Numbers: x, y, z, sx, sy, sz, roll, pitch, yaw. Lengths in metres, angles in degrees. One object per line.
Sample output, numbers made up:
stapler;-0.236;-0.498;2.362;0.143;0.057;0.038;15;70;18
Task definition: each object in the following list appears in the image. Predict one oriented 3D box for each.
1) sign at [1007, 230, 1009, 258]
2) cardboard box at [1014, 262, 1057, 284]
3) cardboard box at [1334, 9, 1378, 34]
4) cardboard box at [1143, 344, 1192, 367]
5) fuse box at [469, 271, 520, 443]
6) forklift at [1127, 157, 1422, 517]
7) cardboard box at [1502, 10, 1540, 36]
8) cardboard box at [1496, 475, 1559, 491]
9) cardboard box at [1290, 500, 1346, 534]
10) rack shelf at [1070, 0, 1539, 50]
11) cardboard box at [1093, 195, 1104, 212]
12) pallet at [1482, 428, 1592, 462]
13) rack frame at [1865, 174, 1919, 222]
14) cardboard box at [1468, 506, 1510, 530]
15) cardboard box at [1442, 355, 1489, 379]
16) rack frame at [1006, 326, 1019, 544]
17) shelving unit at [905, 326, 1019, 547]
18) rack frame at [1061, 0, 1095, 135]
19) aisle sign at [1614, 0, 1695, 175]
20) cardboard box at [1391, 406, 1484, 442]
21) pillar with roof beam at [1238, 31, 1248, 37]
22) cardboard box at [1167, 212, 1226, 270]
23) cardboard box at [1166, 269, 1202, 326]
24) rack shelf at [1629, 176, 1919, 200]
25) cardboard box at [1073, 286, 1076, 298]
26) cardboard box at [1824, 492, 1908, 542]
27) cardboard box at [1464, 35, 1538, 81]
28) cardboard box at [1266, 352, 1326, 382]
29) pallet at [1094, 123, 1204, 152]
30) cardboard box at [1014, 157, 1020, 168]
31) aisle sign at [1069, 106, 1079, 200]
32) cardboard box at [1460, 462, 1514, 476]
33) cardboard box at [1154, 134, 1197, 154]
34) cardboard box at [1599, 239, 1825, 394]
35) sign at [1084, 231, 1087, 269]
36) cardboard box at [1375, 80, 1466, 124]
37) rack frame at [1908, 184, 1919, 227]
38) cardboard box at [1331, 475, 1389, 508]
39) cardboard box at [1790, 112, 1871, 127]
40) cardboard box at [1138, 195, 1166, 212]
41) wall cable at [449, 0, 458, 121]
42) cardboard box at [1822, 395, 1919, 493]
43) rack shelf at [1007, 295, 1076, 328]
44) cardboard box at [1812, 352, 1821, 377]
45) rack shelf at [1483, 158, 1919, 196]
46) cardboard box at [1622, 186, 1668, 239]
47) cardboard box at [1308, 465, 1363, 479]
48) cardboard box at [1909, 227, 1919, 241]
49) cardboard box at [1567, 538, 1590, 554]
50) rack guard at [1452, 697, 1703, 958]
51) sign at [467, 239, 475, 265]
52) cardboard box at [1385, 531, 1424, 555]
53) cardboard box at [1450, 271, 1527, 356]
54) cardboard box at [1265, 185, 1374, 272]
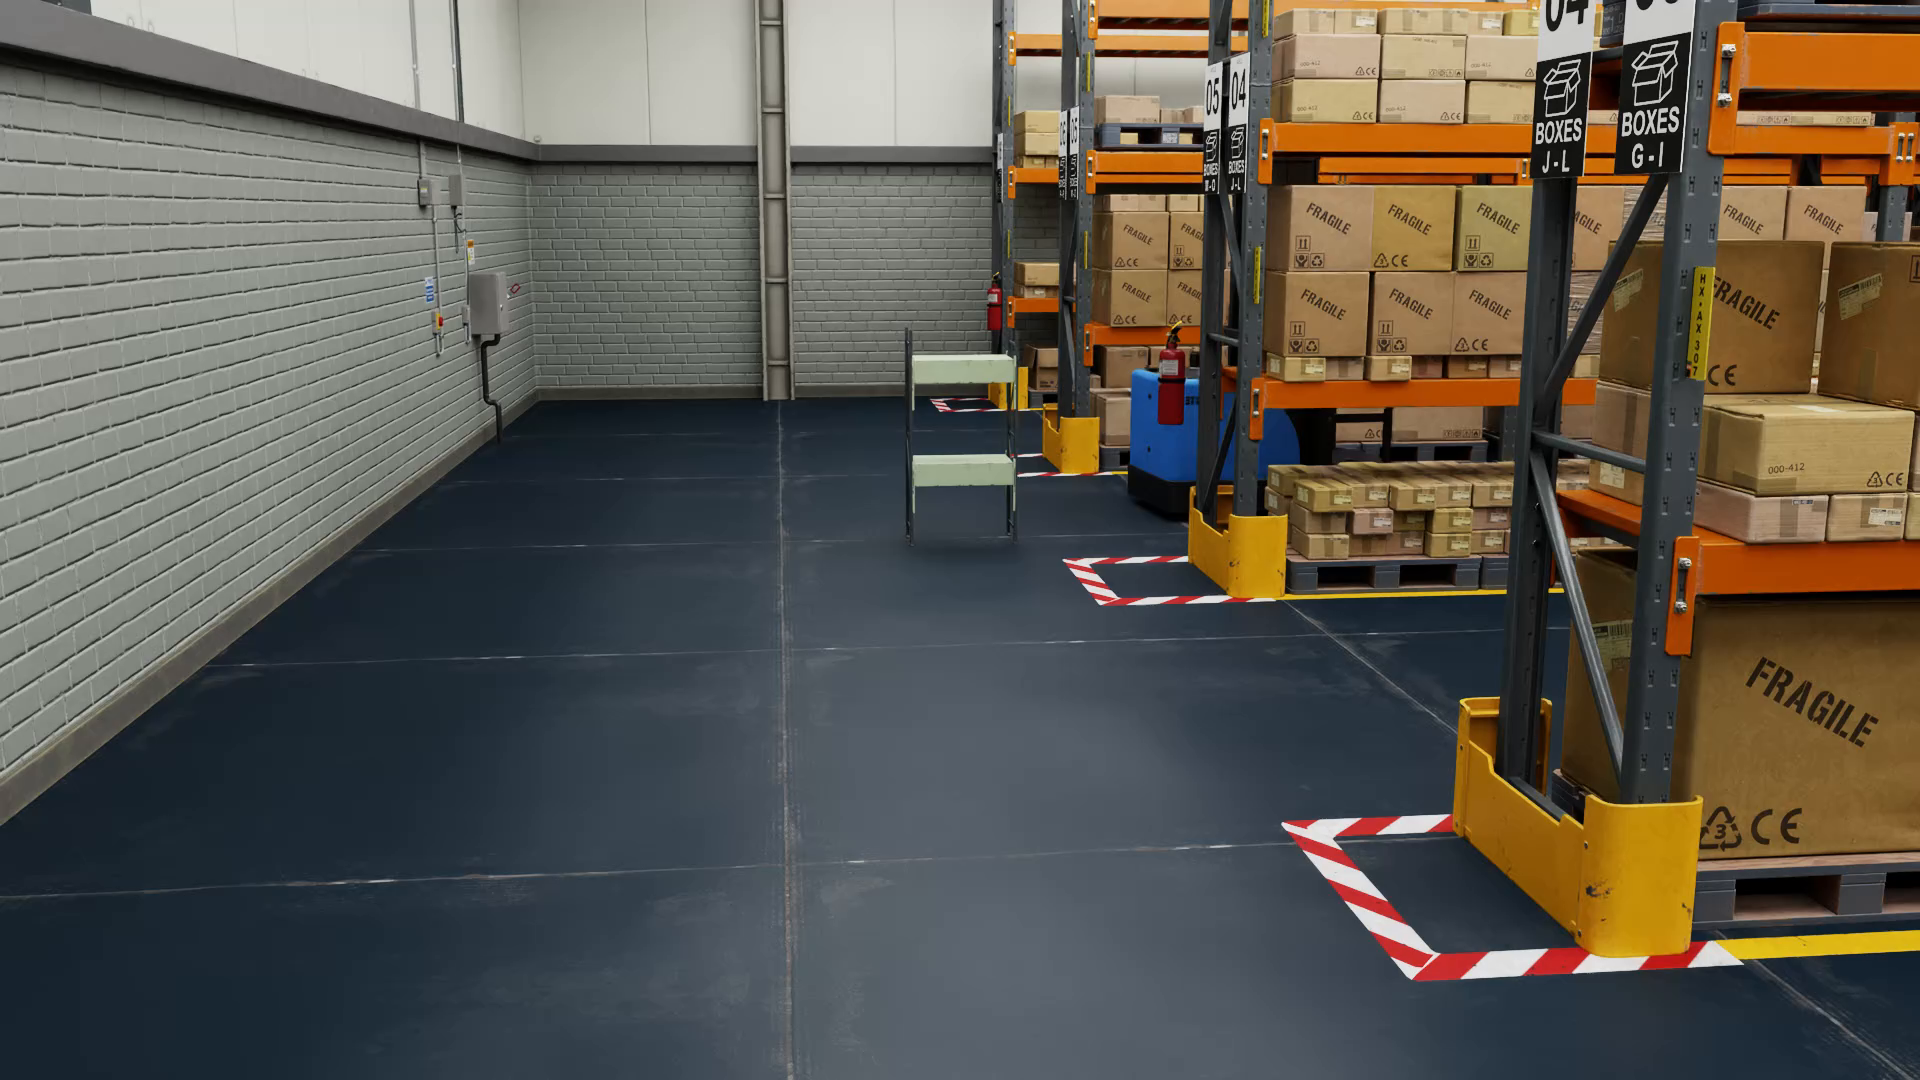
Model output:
sign;0.563;-3.450;19.399;0.005;0.325;0.100;-1;11;-6
cardboard box;0.933;-3.263;20.305;0.500;0.250;0.500;-1;11;-4
cardboard box;2.281;-3.035;9.812;0.250;0.149;0.380;-1;11;-4
cardboard box;2.513;-2.106;20.196;0.500;0.500;0.500;-1;11;-5
fuse box;-4.641;-1.830;16.739;0.414;1.711;0.539;-1;11;-6
forklift;2.923;-1.726;13.048;3.031;2.935;1.130;-2;11;-12
cardboard box;3.318;-3.044;9.860;0.250;0.149;0.380;-1;11;-4
cardboard box;3.543;-0.307;10.412;0.250;0.149;0.380;-1;11;-5
cardboard box;2.228;-0.146;10.363;0.250;0.149;0.380;-1;11;-4
rack shelf;3.032;-4.614;14.911;4.000;0.370;1.077;-1;11;-6
cardboard box;1.379;-3.082;15.235;0.250;0.149;0.380;-1;11;-5
pallet;5.780;-0.923;16.018;1.213;0.211;1.003;-1;11;-6
rack frame;8.997;-2.345;16.018;0.127;3.000;1.000;-1;11;-6
cardboard box;3.260;-0.171;10.491;0.250;0.149;0.380;-2;11;-9
cardboard box;3.073;-1.093;10.301;0.250;0.149;0.380;-1;11;-7
rack frame;0.371;-0.744;11.763;0.023;1.500;0.400;-1;11;-6
shelving unit;0.007;-0.736;11.724;0.755;1.500;0.431;-1;11;-6
rack frame;1.044;-5.122;14.591;0.127;3.000;1.000;-1;11;-6
aisle sign;2.075;-1.494;4.952;0.004;0.787;0.394;-1;11;-6
cardboard box;4.385;-1.218;15.839;0.875;0.438;0.875;-1;11;-7
pillar with roof beam;4.156;-5.489;16.463;0.400;9.000;9.100;-1;11;-6
cardboard box;2.065;-2.685;14.899;0.500;0.500;0.500;-2;11;-8
cardboard box;2.052;-2.198;15.012;0.500;0.500;0.500;-1;11;-7
rack shelf;10.446;-4.457;20.851;4.000;0.370;1.077;-1;11;-6
cardboard box;1.366;-2.987;19.937;0.250;0.149;0.380;-1;11;-7
cardboard box;2.758;-0.104;5.272;0.250;0.149;0.380;-1;11;-7
cardboard box;3.166;-2.853;9.920;0.500;0.250;0.500;-1;11;-5
cardboard box;2.036;-1.051;10.091;0.250;0.149;0.380;-1;11;-7
pallet;1.780;-3.624;14.978;1.213;0.211;1.003;-1;11;-6
cardboard box;0.797;-4.529;20.006;0.250;0.149;0.380;-1;11;-5
aisle sign;1.004;-3.396;14.629;0.004;0.787;0.394;-1;11;-6
cardboard box;3.477;-0.407;10.923;0.250;0.149;0.380;-2;11;-8
cardboard box;2.500;-4.669;19.682;0.500;0.250;0.500;-1;11;-7
cardboard box;2.570;-0.778;5.724;0.500;0.500;0.500;-1;11;-5
sign;1.098;-2.535;14.537;0.005;0.325;0.100;-1;11;-6
cardboard box;2.677;-2.599;9.927;0.500;0.250;0.500;-1;11;-4
rack frame;12.434;-3.380;21.283;0.127;3.000;1.000;-1;11;-6
cardboard box;2.498;-0.304;10.400;0.250;0.149;0.380;-1;11;-5
cardboard box;5.197;-2.650;10.186;0.500;0.250;0.500;-1;11;-5
cardboard box;1.680;-3.009;14.866;0.250;0.149;0.380;-1;11;-5
wall cable;-4.659;-5.093;14.448;0.029;3.000;2.355;-1;11;-6
cardboard box;3.137;-0.320;5.338;0.500;0.250;0.500;-1;11;-7
rack shelf;2.493;-2.818;20.293;4.000;0.370;1.077;-1;11;-6
cardboard box;5.153;-1.114;10.408;0.250;0.149;0.380;-2;11;-8
rack shelf;7.009;-3.422;15.586;4.000;0.370;1.077;-1;11;-6
cardboard box;4.194;-1.918;10.227;0.500;0.500;0.500;-1;11;-5
cardboard box;2.434;-0.384;10.803;0.250;0.149;0.380;-1;11;-5
cardboard box;9.419;-2.808;16.258;0.500;0.500;0.500;-2;11;-8
cardboard box;3.771;-0.022;10.507;0.250;0.149;0.380;-1;11;-6
rack guard;2.090;0.950;5.742;0.348;0.500;1.175;-1;11;-6
sign;-4.841;-2.852;16.459;0.001;0.242;0.339;-1;11;-6
cardboard box;2.732;-0.015;10.470;0.250;0.149;0.380;-1;11;-5
cardboard box;3.173;-1.406;10.213;0.500;0.500;0.500;-1;11;-5
cardboard box;2.154;-1.875;10.006;0.500;0.500;0.500;-1;11;-6
